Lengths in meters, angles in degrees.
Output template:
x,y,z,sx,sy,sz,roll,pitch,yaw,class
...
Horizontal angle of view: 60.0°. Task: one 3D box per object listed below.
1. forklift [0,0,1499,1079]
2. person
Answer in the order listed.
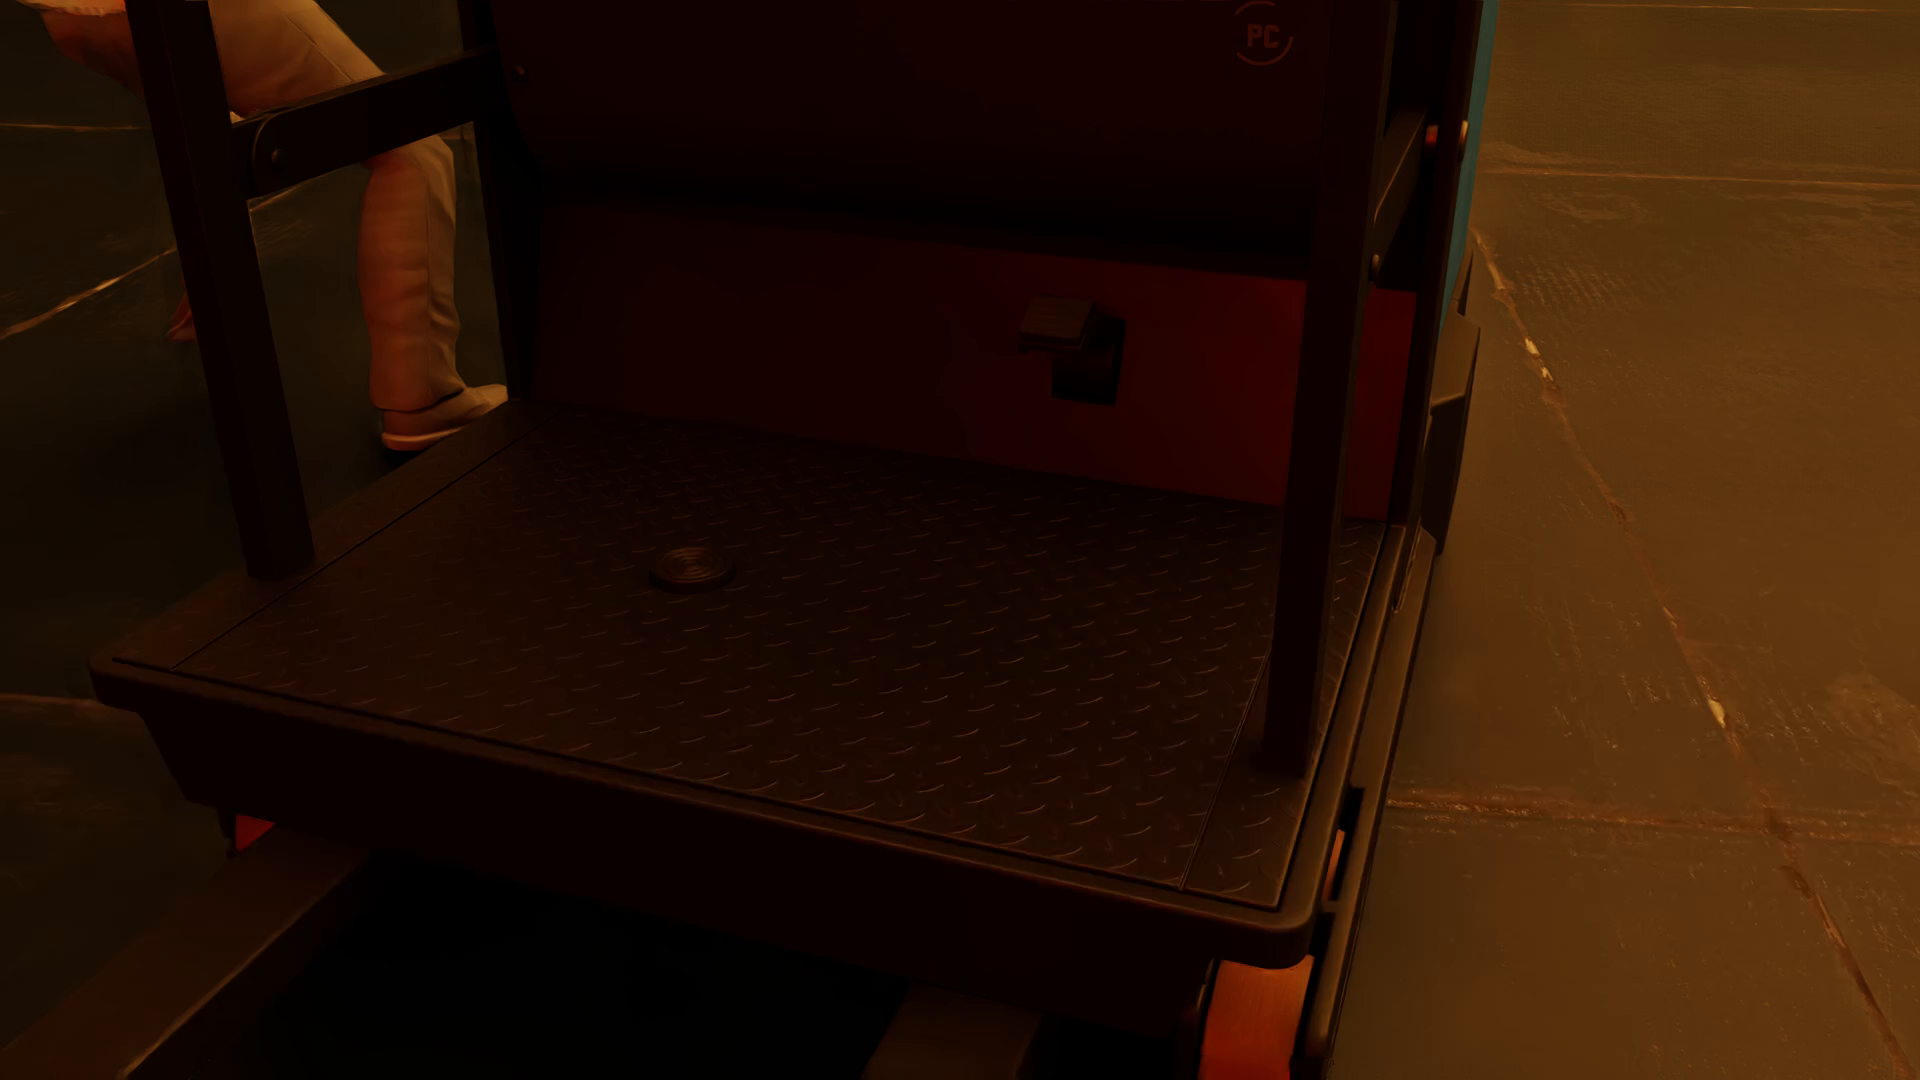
x,y,z,sx,sy,sz,roll,pitch,yaw,class
-0.114,-0.999,1.219,1.130,2.935,3.031,9,28,17,forklift
-1.154,-0.919,2.651,0.727,1.536,0.612,11,29,21,person
